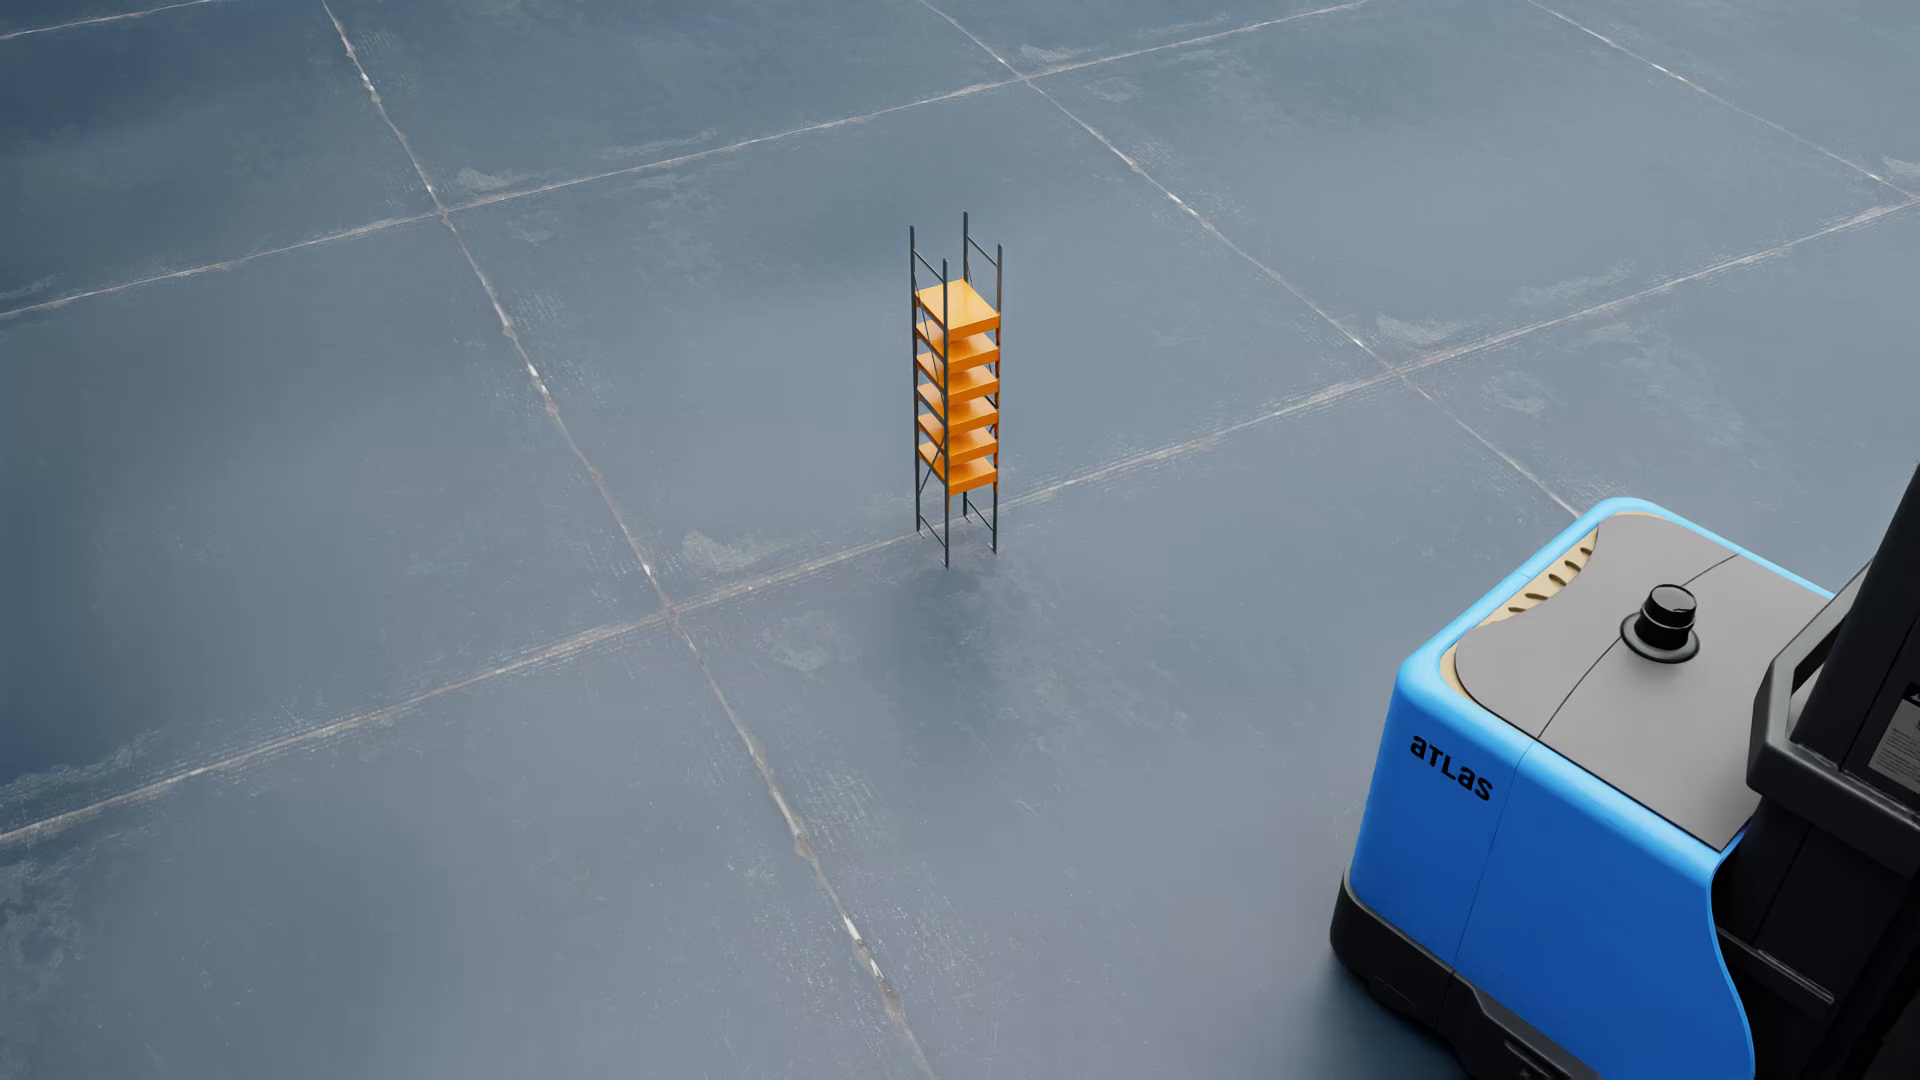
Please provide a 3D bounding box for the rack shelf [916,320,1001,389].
[{"bbox_3d":[-0.013,-0.603,5.231,0.180,0.103,0.258,-19,44,-21],"label":"rack shelf"}]

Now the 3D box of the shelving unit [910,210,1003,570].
[{"bbox_3d":[-0.013,-0.454,5.357,0.189,1.200,0.258,-19,44,-21],"label":"shelving unit"}]

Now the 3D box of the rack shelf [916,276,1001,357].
[{"bbox_3d":[-0.013,-0.694,5.153,0.180,0.103,0.258,-19,44,-21],"label":"rack shelf"}]

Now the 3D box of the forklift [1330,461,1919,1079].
[{"bbox_3d":[2.351,0.473,2.922,1.130,2.935,3.031,-31,49,-31],"label":"forklift"}]

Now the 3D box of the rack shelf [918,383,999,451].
[{"bbox_3d":[-0.013,-0.420,5.386,0.180,0.103,0.258,-19,44,-21],"label":"rack shelf"}]

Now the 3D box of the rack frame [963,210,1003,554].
[{"bbox_3d":[0.068,-0.481,5.390,0.006,1.200,0.240,-19,44,-21],"label":"rack frame"}]

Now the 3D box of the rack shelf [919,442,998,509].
[{"bbox_3d":[-0.013,-0.237,5.541,0.180,0.103,0.258,-19,44,-21],"label":"rack shelf"}]

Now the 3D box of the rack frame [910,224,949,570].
[{"bbox_3d":[-0.094,-0.426,5.325,0.006,1.200,0.240,-19,44,-21],"label":"rack frame"}]

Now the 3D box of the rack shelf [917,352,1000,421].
[{"bbox_3d":[-0.013,-0.511,5.308,0.180,0.103,0.258,-19,44,-21],"label":"rack shelf"}]

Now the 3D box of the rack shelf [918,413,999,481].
[{"bbox_3d":[-0.013,-0.328,5.463,0.180,0.103,0.258,-19,44,-21],"label":"rack shelf"}]
